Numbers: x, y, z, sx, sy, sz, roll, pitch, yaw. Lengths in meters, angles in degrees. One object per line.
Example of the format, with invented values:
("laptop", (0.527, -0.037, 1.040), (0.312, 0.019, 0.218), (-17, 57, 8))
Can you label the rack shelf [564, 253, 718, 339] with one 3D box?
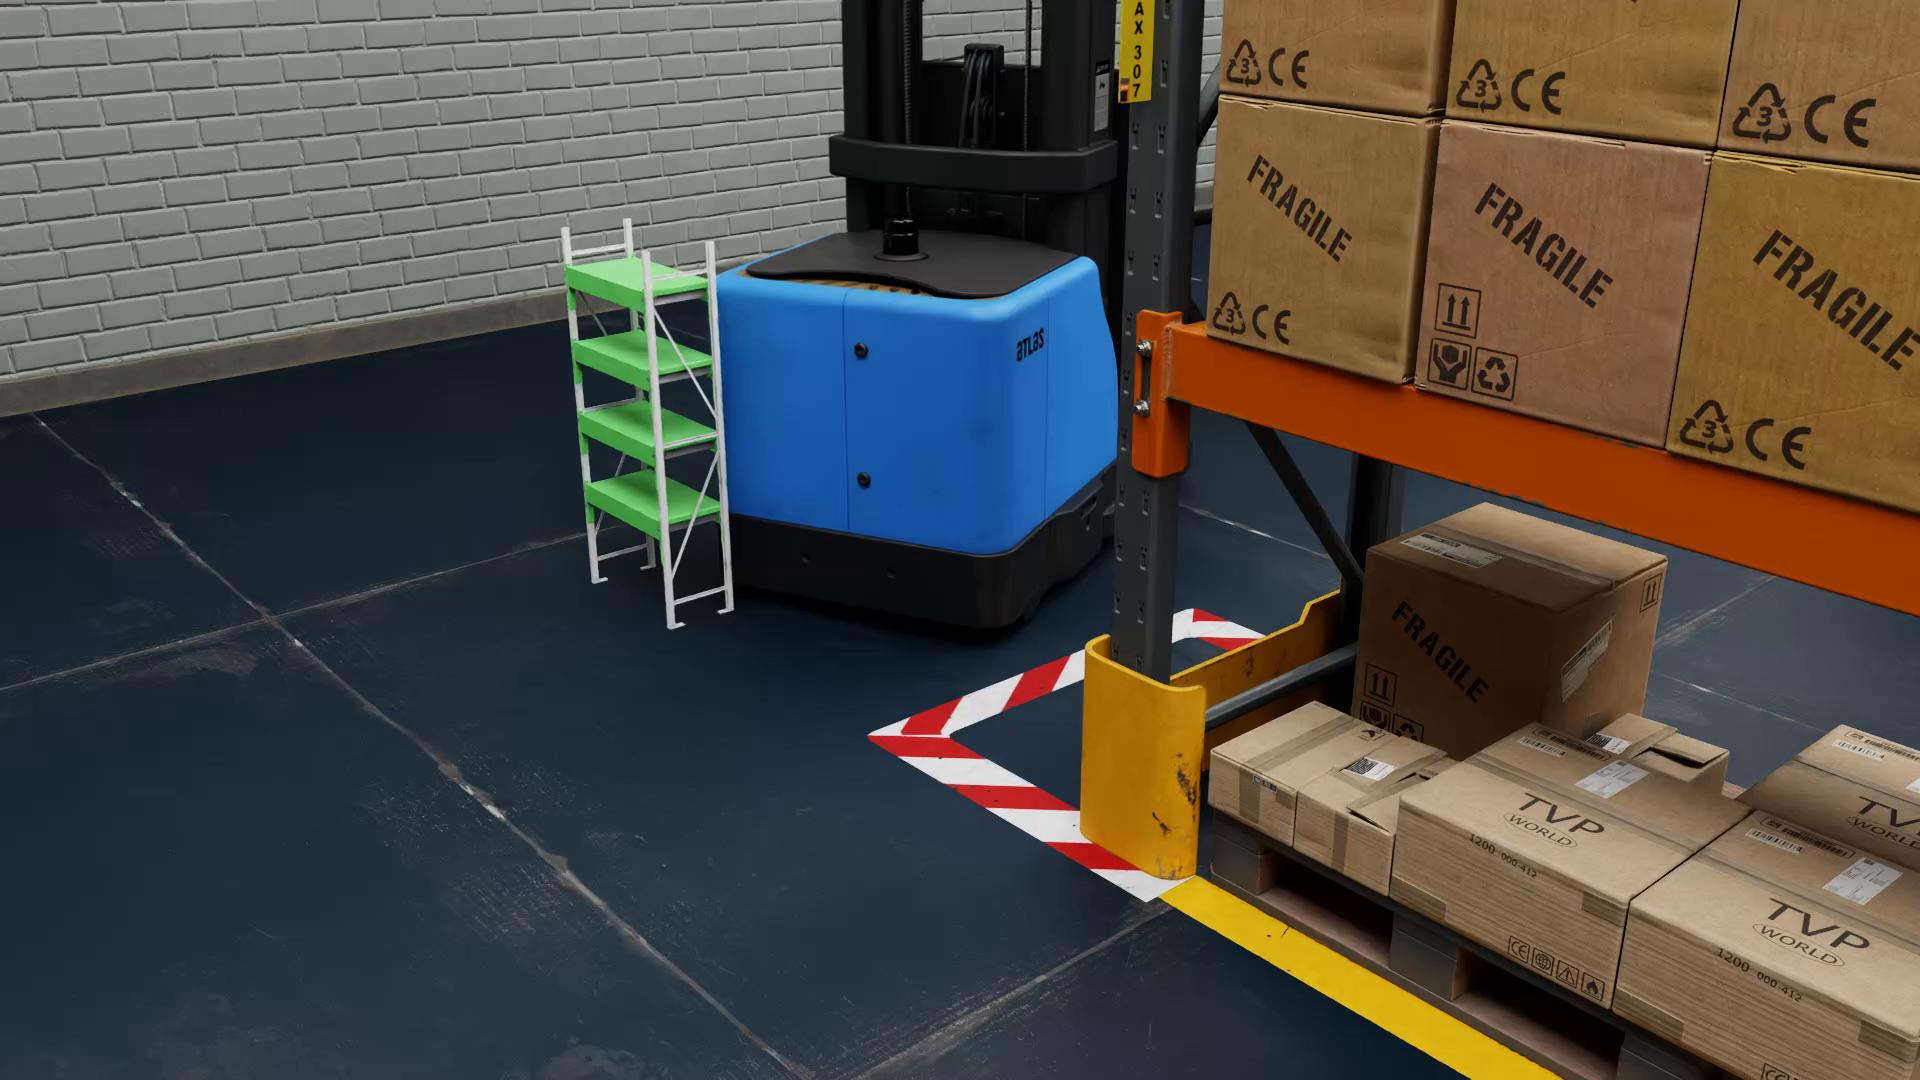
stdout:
("rack shelf", (-0.989, -0.760, 5.137), (0.258, 0.148, 0.480), (-17, 27, -37))

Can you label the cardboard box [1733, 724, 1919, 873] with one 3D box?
("cardboard box", (1.916, 0.647, 3.386), (0.500, 0.250, 0.500), (-17, 27, -37))

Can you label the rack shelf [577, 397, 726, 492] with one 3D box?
("rack shelf", (-0.989, -0.313, 5.312), (0.258, 0.148, 0.480), (-17, 27, -37))

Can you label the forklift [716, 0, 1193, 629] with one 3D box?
("forklift", (0.276, -1.594, 6.035), (1.130, 2.935, 3.031), (9, 23, 23))

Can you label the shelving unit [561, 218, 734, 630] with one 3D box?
("shelving unit", (-0.989, -0.372, 5.289), (0.258, 1.200, 0.503), (-17, 27, -37))

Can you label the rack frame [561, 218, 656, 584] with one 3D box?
("rack frame", (-1.147, -0.440, 5.462), (0.240, 1.200, 0.015), (-17, 27, -37))

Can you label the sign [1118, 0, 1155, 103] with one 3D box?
("sign", (0.366, -1.064, 3.399), (0.100, 0.325, 0.005), (-17, 27, -37))

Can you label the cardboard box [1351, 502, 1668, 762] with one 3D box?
("cardboard box", (1.318, 0.261, 4.029), (0.500, 0.500, 0.500), (-17, 27, -37))

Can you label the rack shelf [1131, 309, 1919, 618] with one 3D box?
("rack shelf", (2.082, 0.098, 2.608), (1.077, 0.370, 4.000), (-17, 27, -37))

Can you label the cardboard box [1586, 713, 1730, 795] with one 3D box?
("cardboard box", (1.514, 0.550, 3.749), (0.380, 0.166, 0.250), (-17, 27, -37))

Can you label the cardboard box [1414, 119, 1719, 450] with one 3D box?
("cardboard box", (1.207, -0.510, 3.035), (0.500, 0.500, 0.500), (-18, 28, -38))

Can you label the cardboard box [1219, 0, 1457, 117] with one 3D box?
("cardboard box", (0.867, -1.116, 3.213), (0.500, 0.500, 0.500), (-16, 27, -36))

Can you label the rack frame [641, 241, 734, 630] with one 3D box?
("rack frame", (-0.831, -0.304, 5.116), (0.240, 1.200, 0.015), (-17, 27, -37))

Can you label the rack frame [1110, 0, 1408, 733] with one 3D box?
("rack frame", (0.777, -0.790, 3.887), (1.000, 3.000, 0.127), (-17, 27, -37))

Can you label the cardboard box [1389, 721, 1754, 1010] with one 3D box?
("cardboard box", (1.243, 0.642, 3.400), (0.500, 0.250, 0.500), (-17, 27, -37))

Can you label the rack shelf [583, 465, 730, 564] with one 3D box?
("rack shelf", (-0.989, -0.089, 5.400), (0.258, 0.148, 0.480), (-17, 27, -37))

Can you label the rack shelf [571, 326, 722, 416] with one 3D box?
("rack shelf", (-0.989, -0.536, 5.225), (0.258, 0.148, 0.480), (-17, 27, -37))

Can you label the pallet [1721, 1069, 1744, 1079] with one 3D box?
("pallet", (2.140, 1.087, 2.920), (1.003, 0.211, 1.213), (-17, 27, -37))

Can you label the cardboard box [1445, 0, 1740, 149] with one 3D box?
("cardboard box", (1.213, -0.974, 2.849), (0.500, 0.500, 0.500), (-17, 27, -37))

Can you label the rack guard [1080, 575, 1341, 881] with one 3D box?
("rack guard", (0.826, 0.395, 4.289), (1.175, 0.500, 0.348), (-17, 27, -37))

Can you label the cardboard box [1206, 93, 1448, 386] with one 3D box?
("cardboard box", (0.867, -0.651, 3.396), (0.500, 0.500, 0.500), (-17, 27, -36))

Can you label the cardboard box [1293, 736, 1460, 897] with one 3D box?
("cardboard box", (0.953, 0.591, 3.643), (0.380, 0.166, 0.250), (-17, 27, -37))

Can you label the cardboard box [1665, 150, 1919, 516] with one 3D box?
("cardboard box", (1.533, -0.370, 2.679), (0.500, 0.500, 0.500), (-18, 27, -38))

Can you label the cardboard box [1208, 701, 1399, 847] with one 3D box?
("cardboard box", (0.790, 0.530, 3.823), (0.380, 0.149, 0.250), (-17, 27, -37))

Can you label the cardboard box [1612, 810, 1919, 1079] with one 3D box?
("cardboard box", (1.569, 0.780, 3.047), (0.500, 0.250, 0.500), (-17, 27, -37))

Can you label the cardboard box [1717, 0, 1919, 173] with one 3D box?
("cardboard box", (1.536, -0.834, 2.493), (0.500, 0.500, 0.500), (-17, 27, -37))

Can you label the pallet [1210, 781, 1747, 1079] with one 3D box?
("pallet", (1.347, 0.750, 3.780), (1.003, 0.211, 1.213), (-17, 27, -37))
